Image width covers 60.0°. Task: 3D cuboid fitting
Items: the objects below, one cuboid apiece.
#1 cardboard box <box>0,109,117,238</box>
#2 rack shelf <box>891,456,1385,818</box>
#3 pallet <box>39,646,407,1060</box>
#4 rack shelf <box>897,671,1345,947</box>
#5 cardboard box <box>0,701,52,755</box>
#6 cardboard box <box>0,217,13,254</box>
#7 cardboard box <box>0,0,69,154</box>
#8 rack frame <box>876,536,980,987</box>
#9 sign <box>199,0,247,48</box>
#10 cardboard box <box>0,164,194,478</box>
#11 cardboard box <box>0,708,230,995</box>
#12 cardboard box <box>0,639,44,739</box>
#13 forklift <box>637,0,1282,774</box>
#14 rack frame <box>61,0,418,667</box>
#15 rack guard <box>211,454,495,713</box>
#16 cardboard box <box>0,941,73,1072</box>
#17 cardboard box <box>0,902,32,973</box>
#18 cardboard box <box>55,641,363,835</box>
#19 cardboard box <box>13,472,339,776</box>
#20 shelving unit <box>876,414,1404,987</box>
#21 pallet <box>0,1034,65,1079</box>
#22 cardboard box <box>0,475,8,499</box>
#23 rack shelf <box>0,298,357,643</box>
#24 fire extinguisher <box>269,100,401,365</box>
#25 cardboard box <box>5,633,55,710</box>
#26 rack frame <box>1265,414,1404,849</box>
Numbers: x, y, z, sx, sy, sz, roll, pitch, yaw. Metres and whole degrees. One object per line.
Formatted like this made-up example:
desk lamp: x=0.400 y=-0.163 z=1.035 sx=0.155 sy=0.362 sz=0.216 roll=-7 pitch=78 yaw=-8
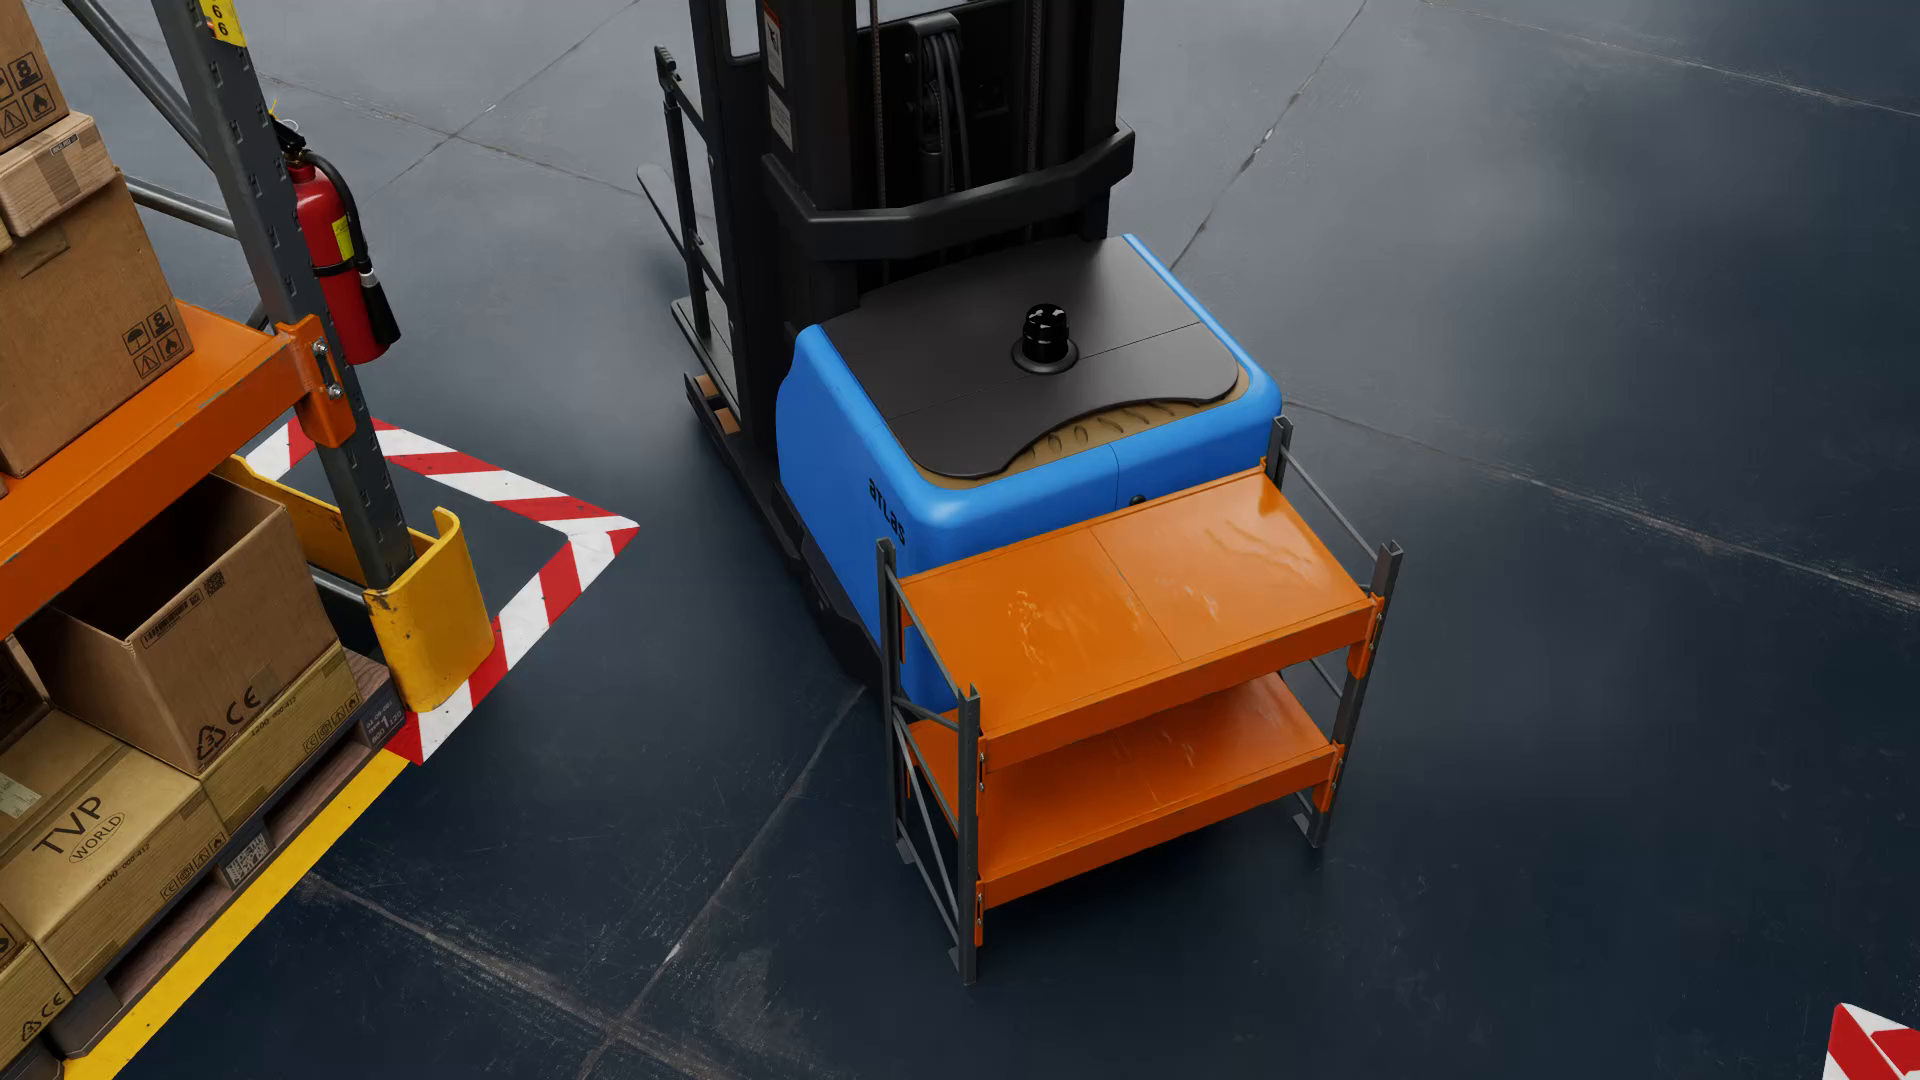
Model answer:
cardboard box: x=-1.976 y=-0.788 z=3.394 sx=0.380 sy=0.149 sz=0.250 roll=20 pitch=49 yaw=18
rack shelf: x=0.393 y=0.202 z=3.847 sx=1.000 sy=0.278 sz=0.538 roll=-17 pitch=48 yaw=-16
pallet: x=-2.285 y=0.647 z=4.462 sx=1.003 sy=0.211 sz=1.213 roll=20 pitch=49 yaw=19
rack shelf: x=0.393 y=0.579 z=4.230 sx=1.000 sy=0.278 sz=0.538 roll=-17 pitch=48 yaw=-16
cardboard box: x=-2.642 y=0.571 z=4.215 sx=0.500 sy=0.250 sz=0.500 roll=20 pitch=49 yaw=19
cardboard box: x=-2.096 y=-0.623 z=3.230 sx=0.380 sy=0.149 sz=0.250 roll=22 pitch=49 yaw=20
cardboard box: x=-2.220 y=-0.997 z=3.144 sx=0.700 sy=0.500 sz=0.500 roll=21 pitch=49 yaw=19
rack frame: x=-0.073 y=0.553 z=3.912 sx=0.032 sy=1.125 sz=0.500 roll=-17 pitch=48 yaw=-16
sign: x=-1.493 y=-1.131 z=3.278 sx=0.100 sy=0.325 sz=0.005 roll=20 pitch=49 yaw=19
cardboard box: x=-2.195 y=-0.574 z=3.638 sx=0.700 sy=0.500 sz=0.500 roll=20 pitch=49 yaw=19
cardboard box: x=-2.176 y=0.745 z=4.043 sx=0.500 sy=0.250 sz=0.500 roll=20 pitch=49 yaw=19
cardboard box: x=-2.643 y=0.307 z=3.949 sx=0.500 sy=0.500 sz=0.500 roll=20 pitch=49 yaw=19
forklift: x=-0.273 y=-1.433 z=4.606 sx=1.130 sy=2.935 sz=3.031 roll=-19 pitch=48 yaw=-18
rack frame: x=-1.967 y=-0.829 z=3.960 sx=1.000 sy=3.000 sz=0.127 roll=20 pitch=49 yaw=19
rack guard: x=-1.956 y=0.035 z=4.864 sx=1.175 sy=0.500 sz=0.348 roll=20 pitch=49 yaw=19
cardboard box: x=-2.406 y=1.060 z=3.731 sx=0.500 sy=0.250 sz=0.500 roll=20 pitch=49 yaw=19
cardboard box: x=-2.404 y=0.798 z=3.463 sx=0.500 sy=0.500 sz=0.500 roll=20 pitch=49 yaw=19
cardboard box: x=-1.954 y=0.426 z=4.358 sx=0.500 sy=0.250 sz=0.500 roll=20 pitch=49 yaw=19
cardboard box: x=-1.952 y=0.163 z=4.091 sx=0.500 sy=0.500 sz=0.500 roll=20 pitch=49 yaw=19
shelving unit: x=0.393 y=0.408 z=4.056 sx=1.048 sy=1.125 sz=0.538 roll=-17 pitch=48 yaw=-16
pallet: x=-2.852 y=1.413 z=3.705 sx=1.003 sy=0.211 sz=1.213 roll=20 pitch=49 yaw=19
cardboard box: x=-2.435 y=-0.241 z=3.309 sx=0.700 sy=0.500 sz=0.500 roll=22 pitch=49 yaw=20
rack shelf: x=-2.895 y=0.684 z=2.971 sx=1.077 sy=0.370 sz=4.000 roll=20 pitch=49 yaw=19
fire extinguisher: x=-1.501 y=-0.723 z=3.910 sx=0.296 sy=0.674 sz=0.183 roll=20 pitch=49 yaw=19
cardboard box: x=-2.413 y=0.255 z=4.527 sx=0.500 sy=0.250 sz=0.500 roll=20 pitch=49 yaw=19
rack frame: x=0.858 y=0.262 z=4.199 sx=0.032 sy=1.125 sz=0.500 roll=-17 pitch=48 yaw=-16
